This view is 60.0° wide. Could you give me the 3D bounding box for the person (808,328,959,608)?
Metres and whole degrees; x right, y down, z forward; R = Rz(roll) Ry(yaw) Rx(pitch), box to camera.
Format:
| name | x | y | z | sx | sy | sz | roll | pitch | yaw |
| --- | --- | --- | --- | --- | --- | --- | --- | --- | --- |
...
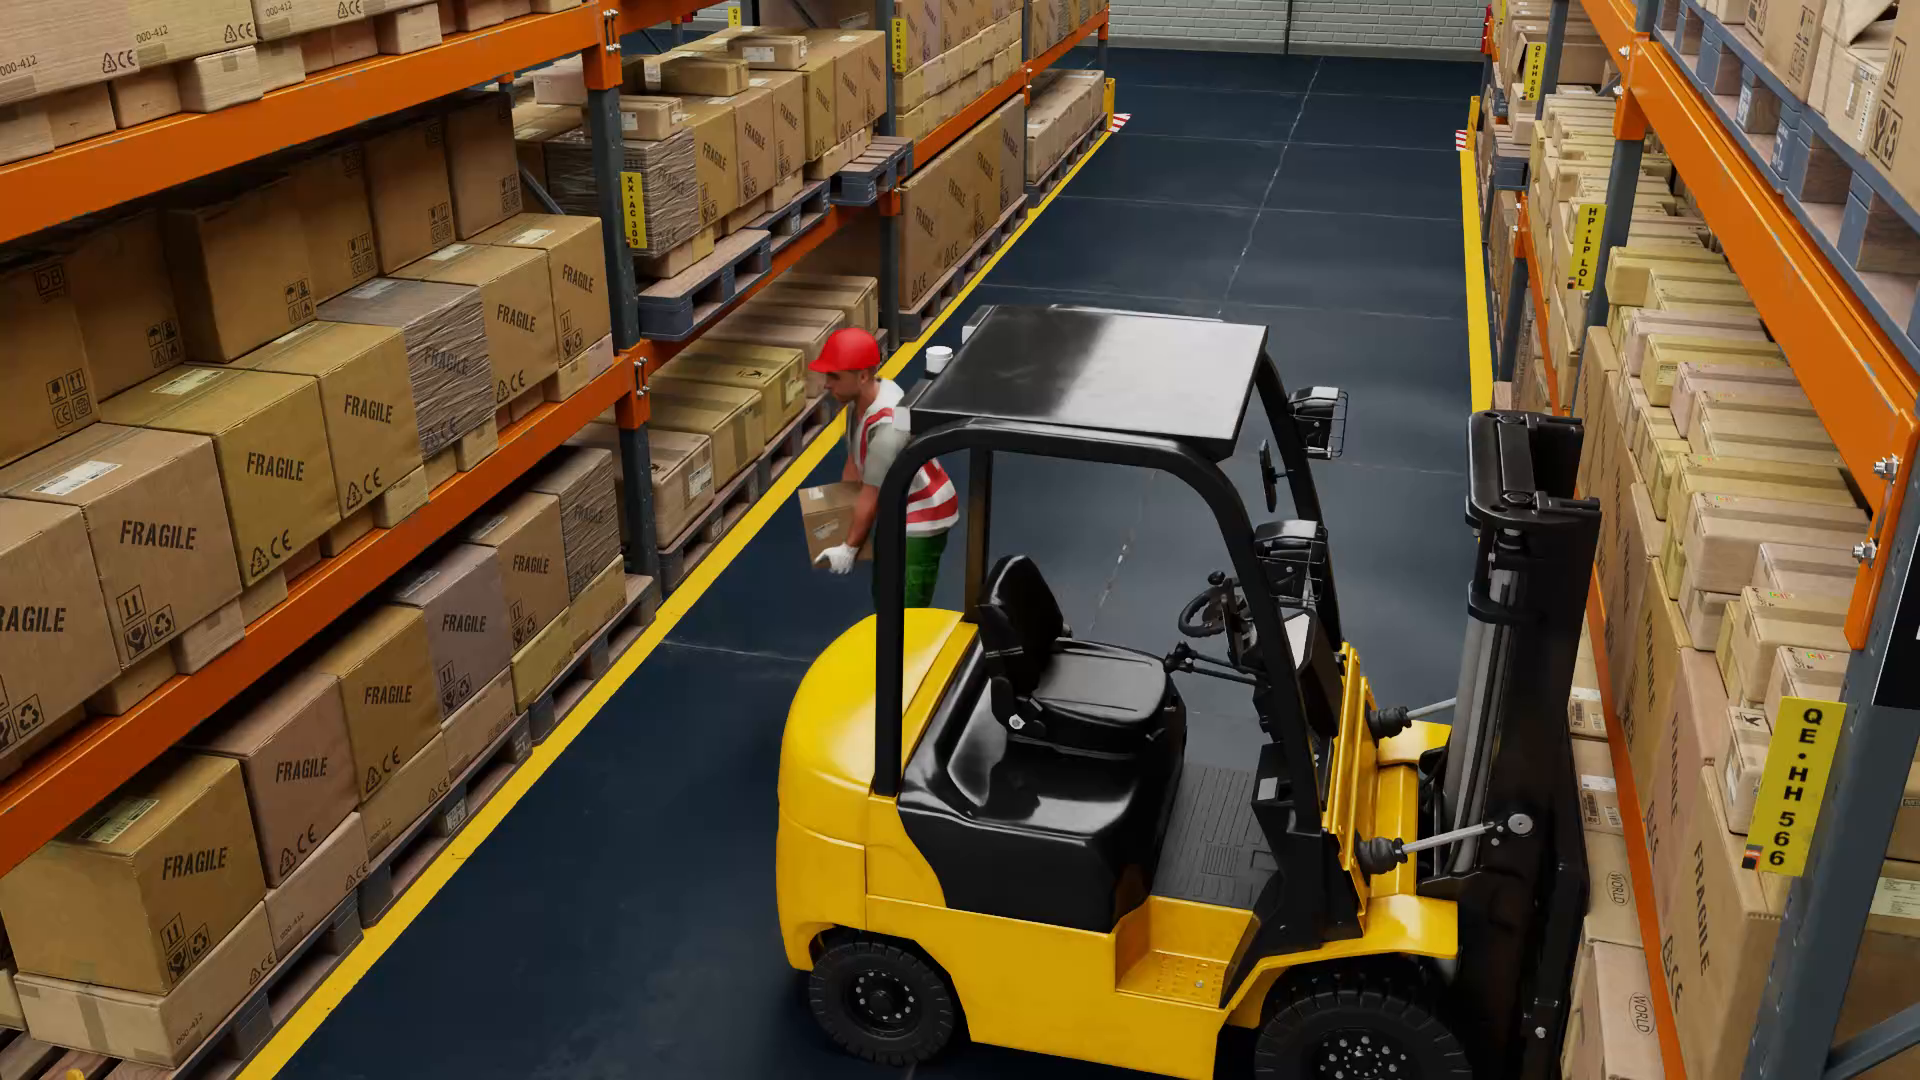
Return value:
| name | x | y | z | sx | sy | sz | roll | pitch | yaw |
| --- | --- | --- | --- | --- | --- | --- | --- | --- | --- |
| person | -0.314 | -0.038 | 6.733 | 0.610 | 1.726 | 0.496 | -7 | 26 | -14 |
